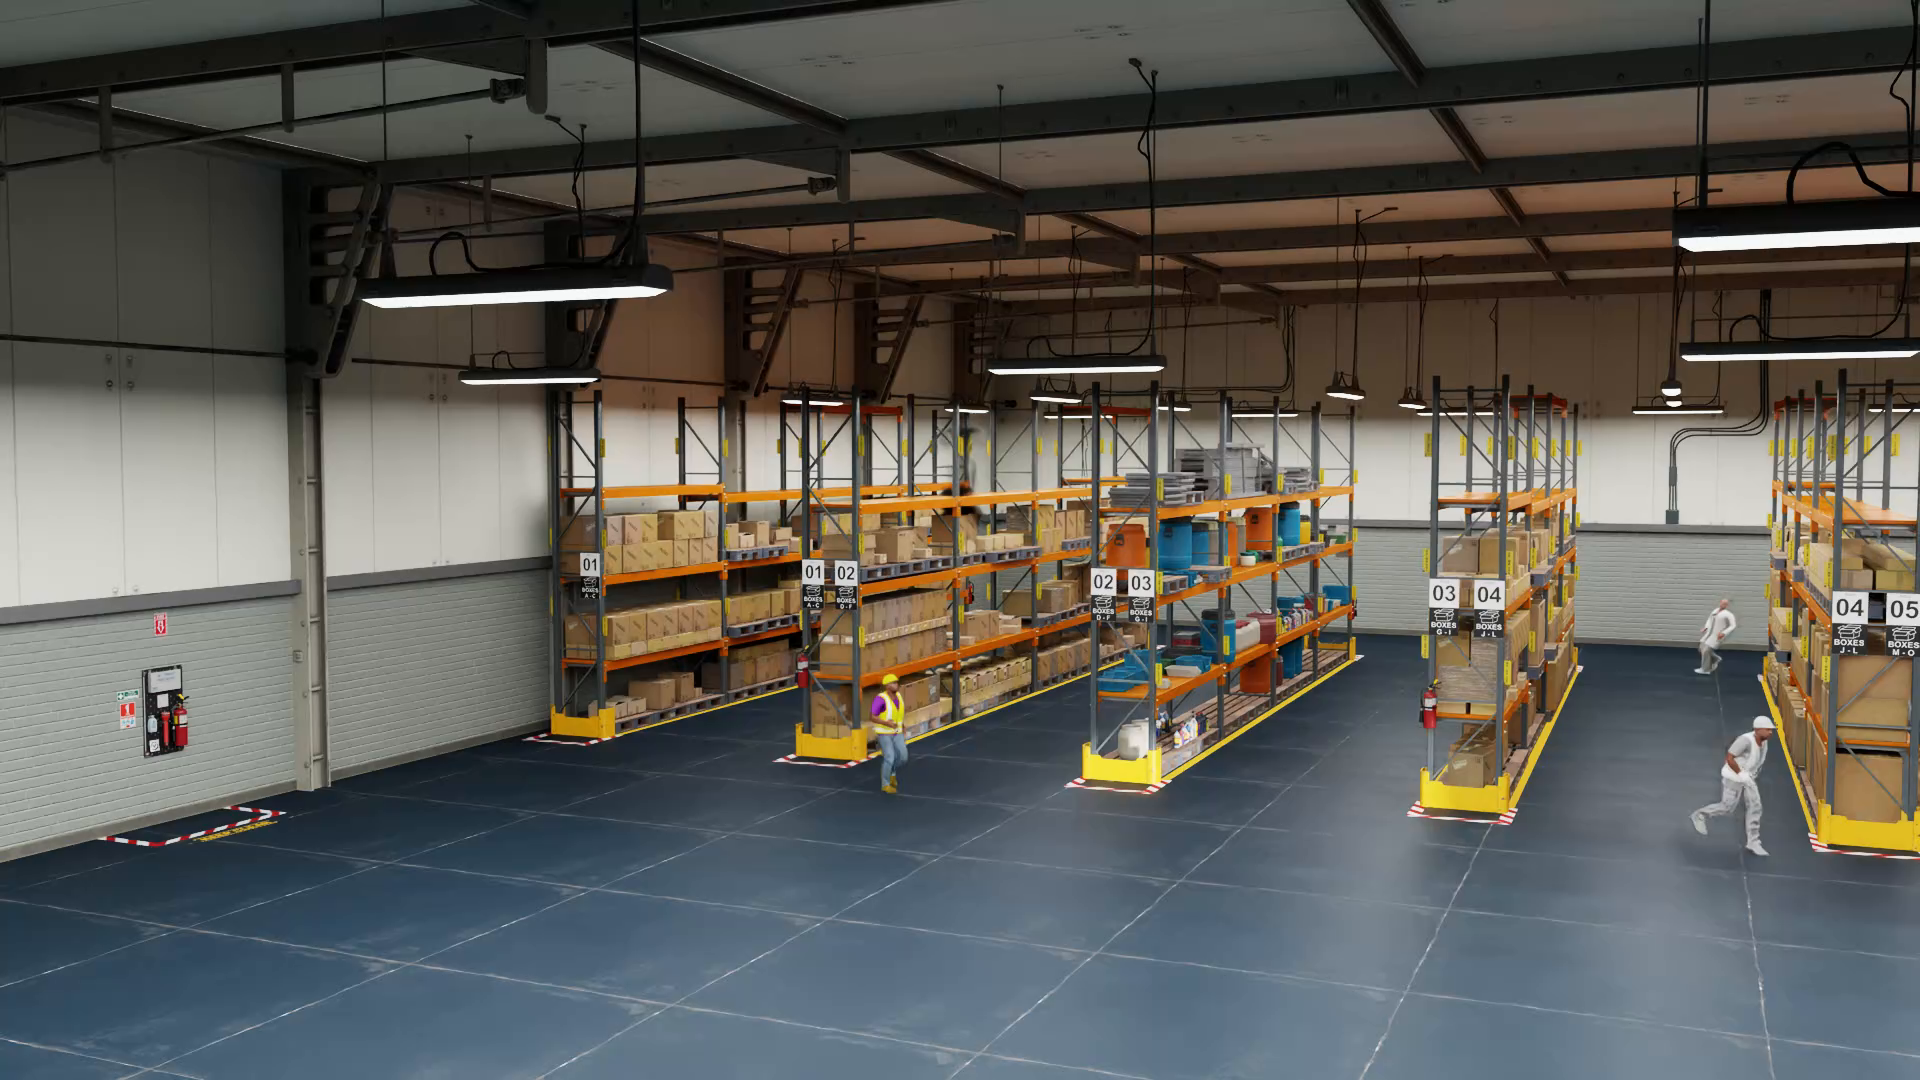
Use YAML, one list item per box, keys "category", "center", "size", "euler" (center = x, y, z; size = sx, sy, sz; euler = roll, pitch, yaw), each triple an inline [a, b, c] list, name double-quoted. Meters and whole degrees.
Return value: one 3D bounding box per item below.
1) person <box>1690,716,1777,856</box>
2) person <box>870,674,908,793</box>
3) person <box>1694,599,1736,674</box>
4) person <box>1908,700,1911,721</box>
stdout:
- category: "person"
  center: [9.673, 3.018, 20.807]
  size: [0.709, 1.728, 1.037]
  euler: [-3, 4, -42]
- category: "person"
  center: [-0.986, 2.803, 24.083]
  size: [0.677, 1.732, 0.590]
  euler: [-3, 4, -43]
- category: "person"
  center: [16.591, 2.131, 36.599]
  size: [0.621, 1.691, 0.773]
  euler: [-1, 3, -11]
- category: "person"
  center: [17.030, 2.513, 30.049]
  size: [0.609, 1.653, 0.611]
  euler: [1, 3, 11]
